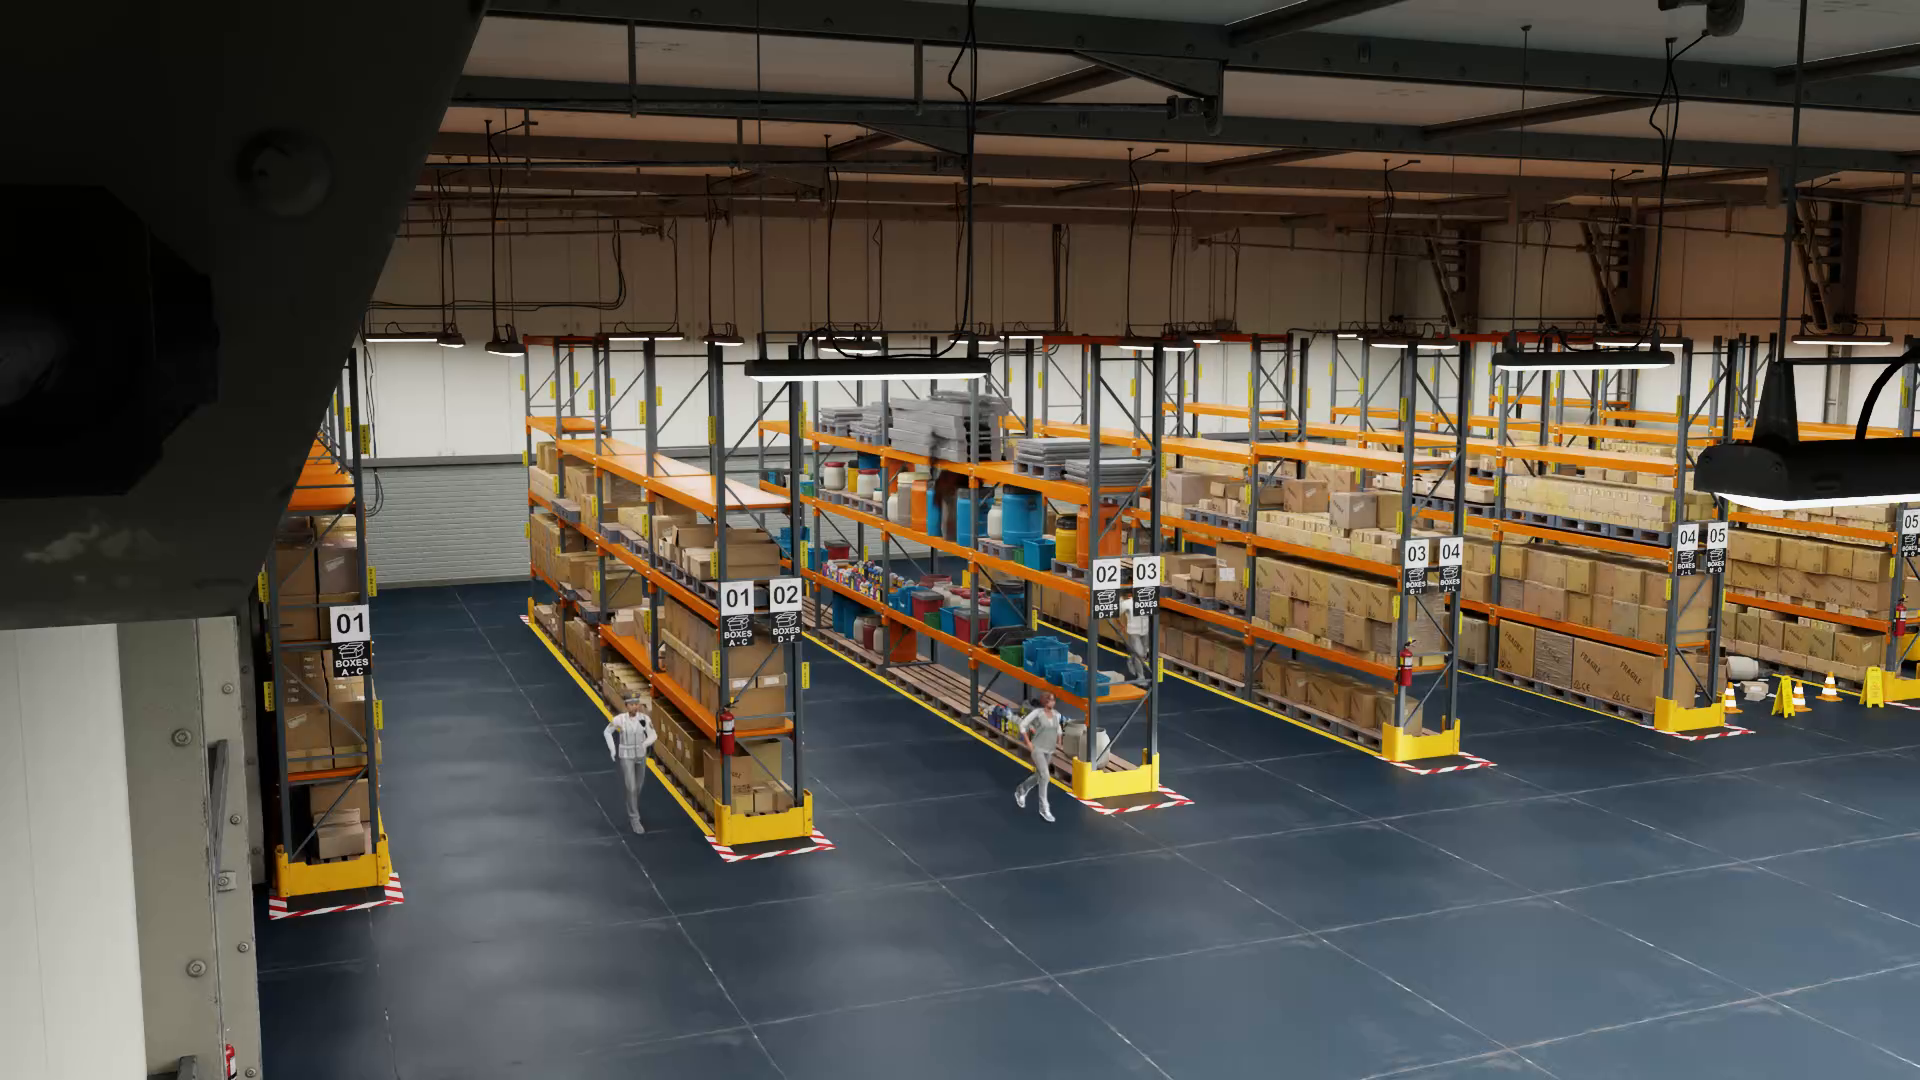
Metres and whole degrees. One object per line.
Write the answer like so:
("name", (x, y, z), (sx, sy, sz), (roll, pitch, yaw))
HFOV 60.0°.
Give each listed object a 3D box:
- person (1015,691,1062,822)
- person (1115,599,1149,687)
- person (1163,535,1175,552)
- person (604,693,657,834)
("person", (1.053, 2.728, 21.335), (0.549, 1.601, 0.757), (-7, 10, -42))
("person", (3.087, 1.616, 28.861), (0.710, 1.747, 0.968), (-3, 8, -23))
("person", (5.327, -0.043, 41.903), (0.534, 1.628, 0.816), (1, 8, 5))
("person", (-4.079, 2.724, 20.746), (0.611, 1.701, 0.844), (-4, 9, -28))
